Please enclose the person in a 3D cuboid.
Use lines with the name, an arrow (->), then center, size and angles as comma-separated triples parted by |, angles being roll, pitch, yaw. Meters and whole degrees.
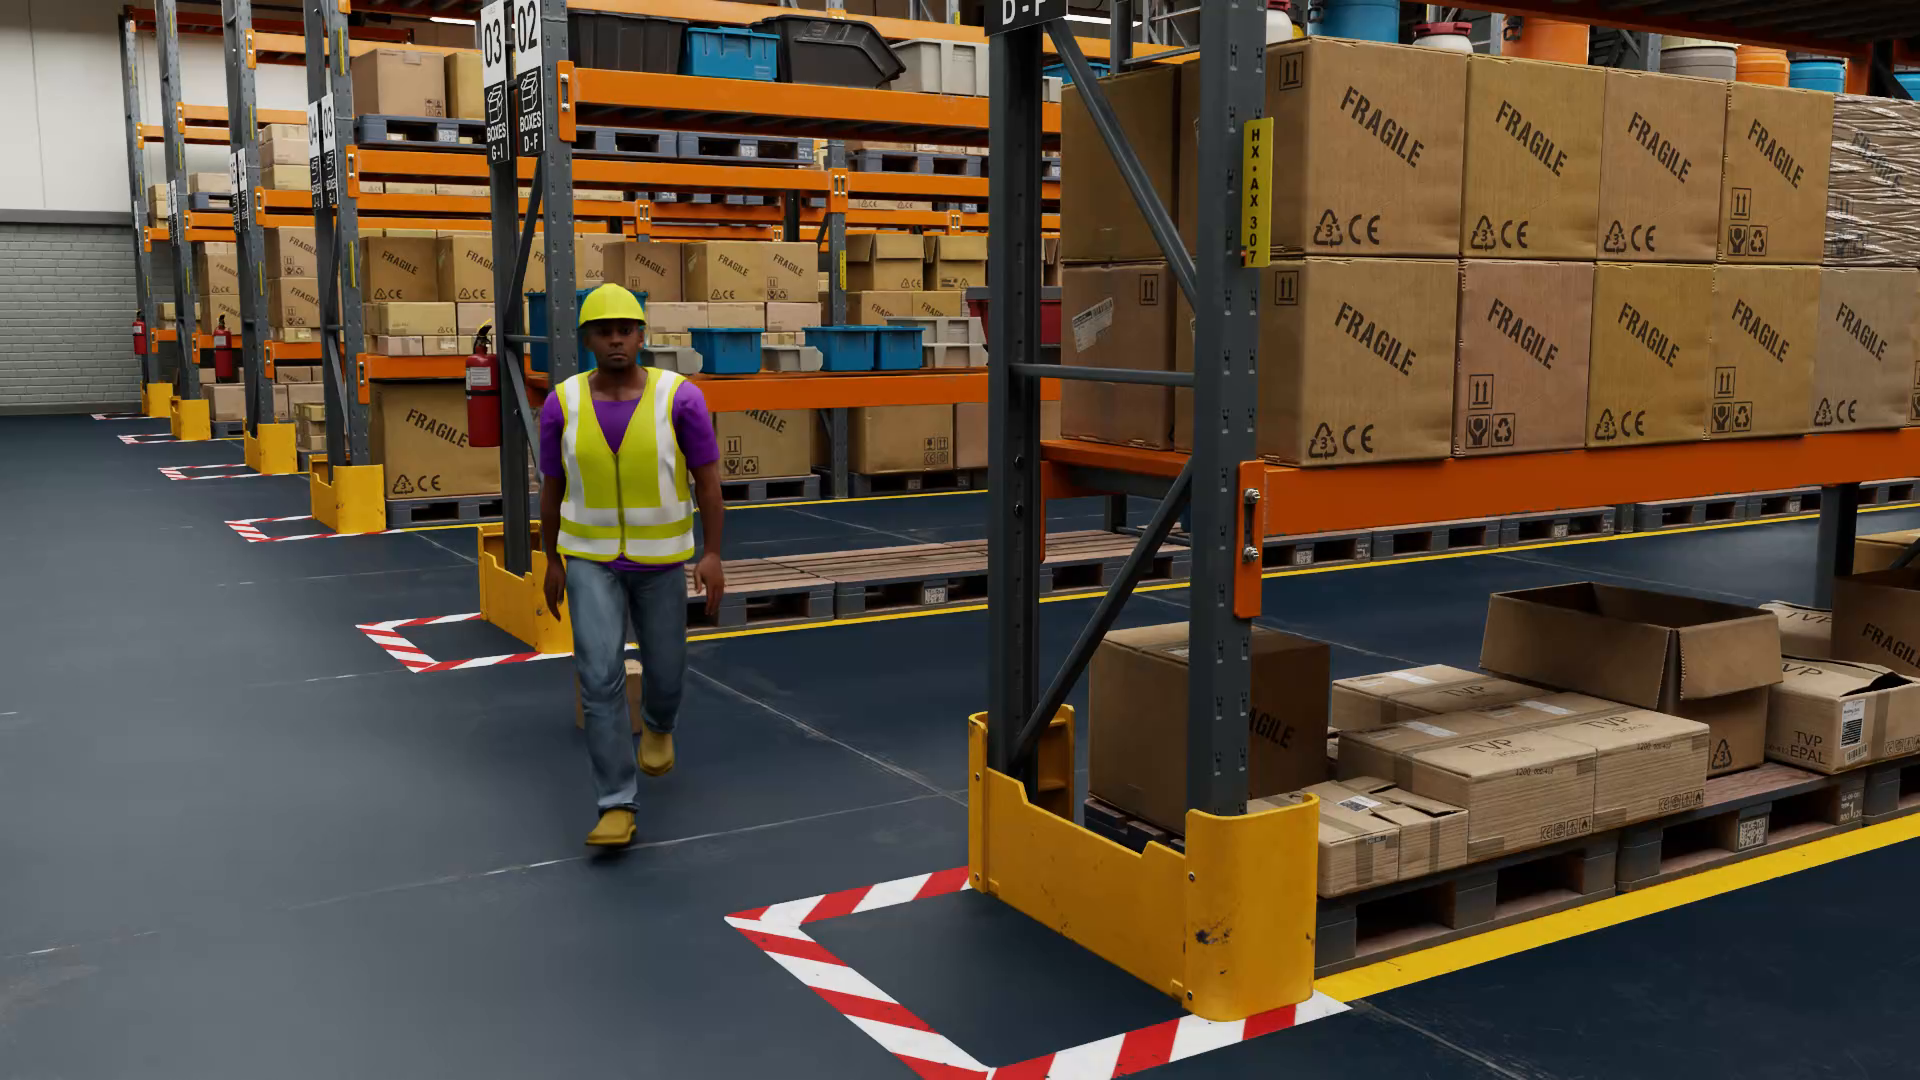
person -> 4.777, -0.695, 10.620 | 13.610, 1.738, 9.795 | -1, 8, -8
